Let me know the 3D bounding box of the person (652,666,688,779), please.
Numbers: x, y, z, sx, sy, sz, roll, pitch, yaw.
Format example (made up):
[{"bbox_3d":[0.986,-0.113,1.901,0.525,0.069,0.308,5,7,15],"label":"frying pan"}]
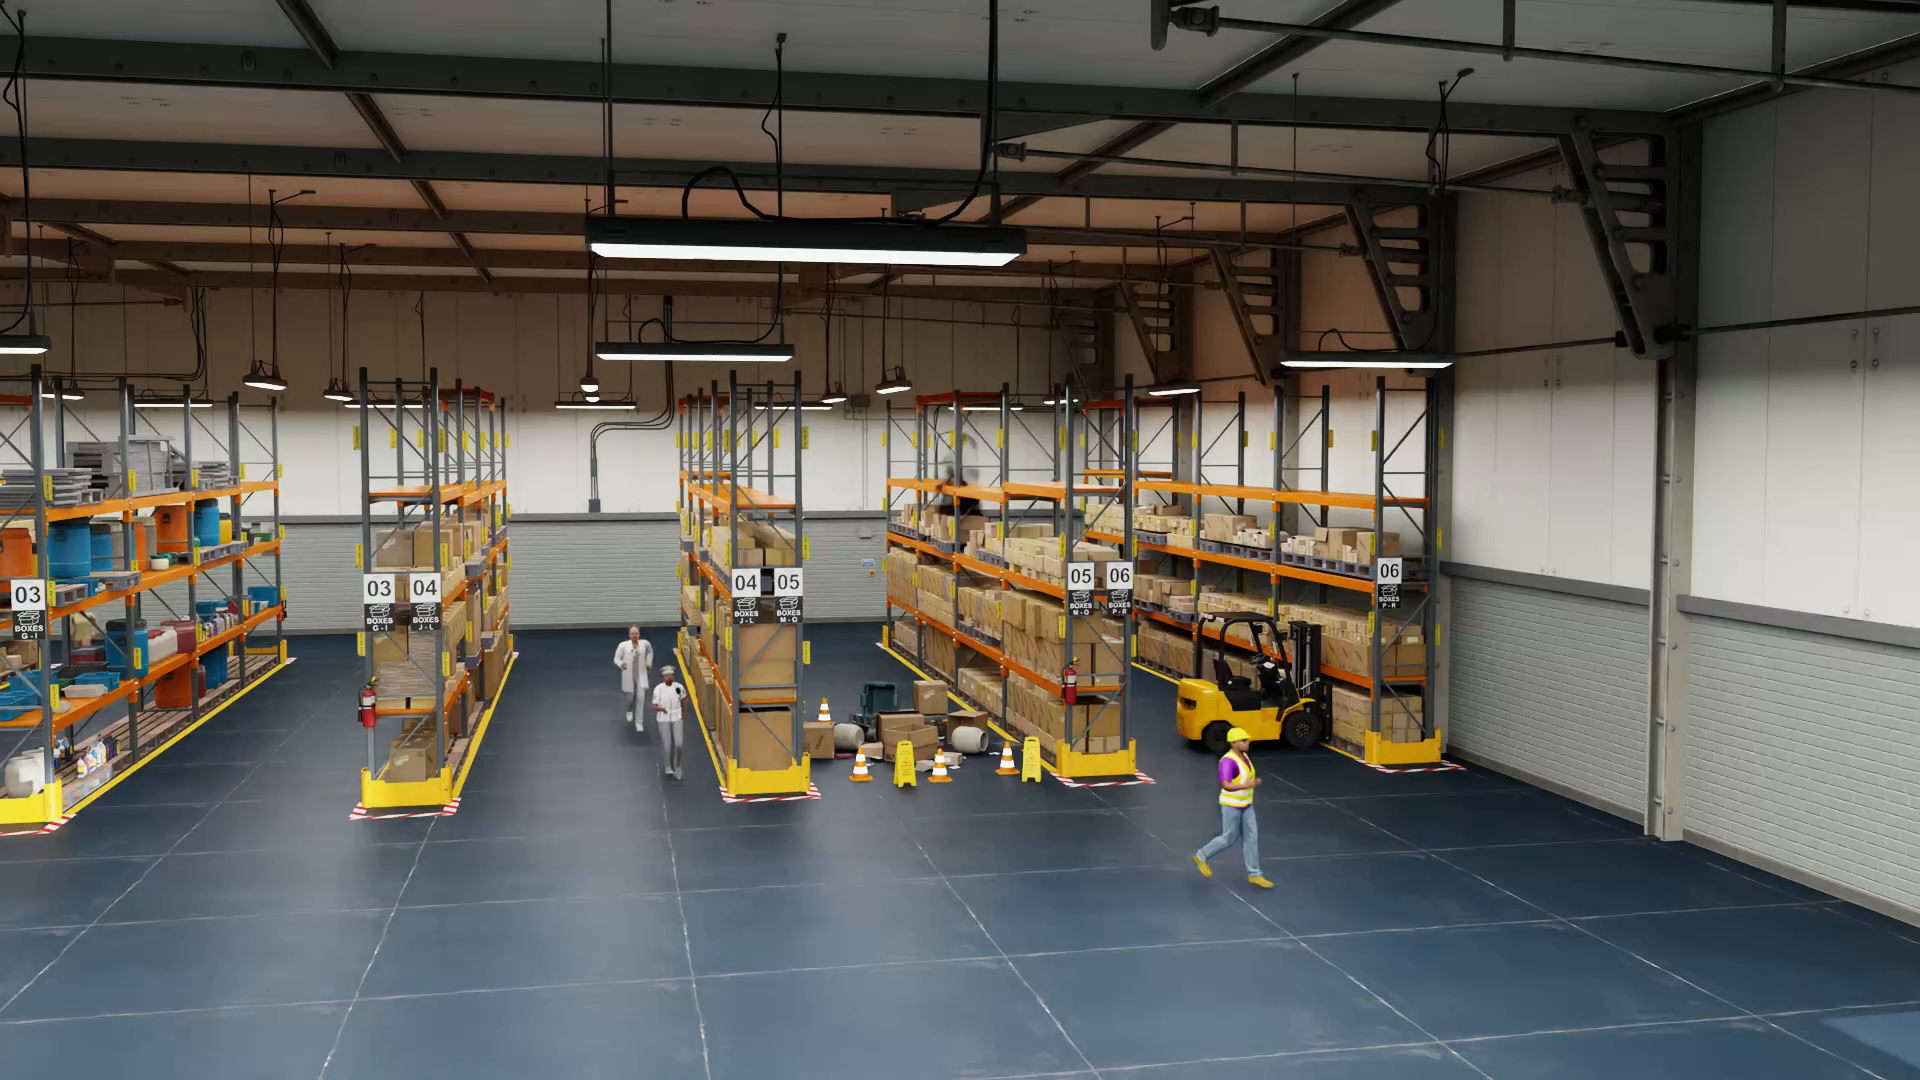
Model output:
[{"bbox_3d":[-4.281,2.700,24.638,0.548,1.703,0.681,-1,4,-15],"label":"person"}]

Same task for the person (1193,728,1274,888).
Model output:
[{"bbox_3d":[3.086,2.978,18.687,0.949,1.757,0.722,2,4,35],"label":"person"}]

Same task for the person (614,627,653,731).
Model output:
[{"bbox_3d":[-5.675,2.385,28.973,0.690,1.771,1.042,-1,4,-16],"label":"person"}]

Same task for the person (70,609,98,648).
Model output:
[{"bbox_3d":[-18.357,2.114,34.751,0.561,1.718,0.723,-1,4,-18],"label":"person"}]
